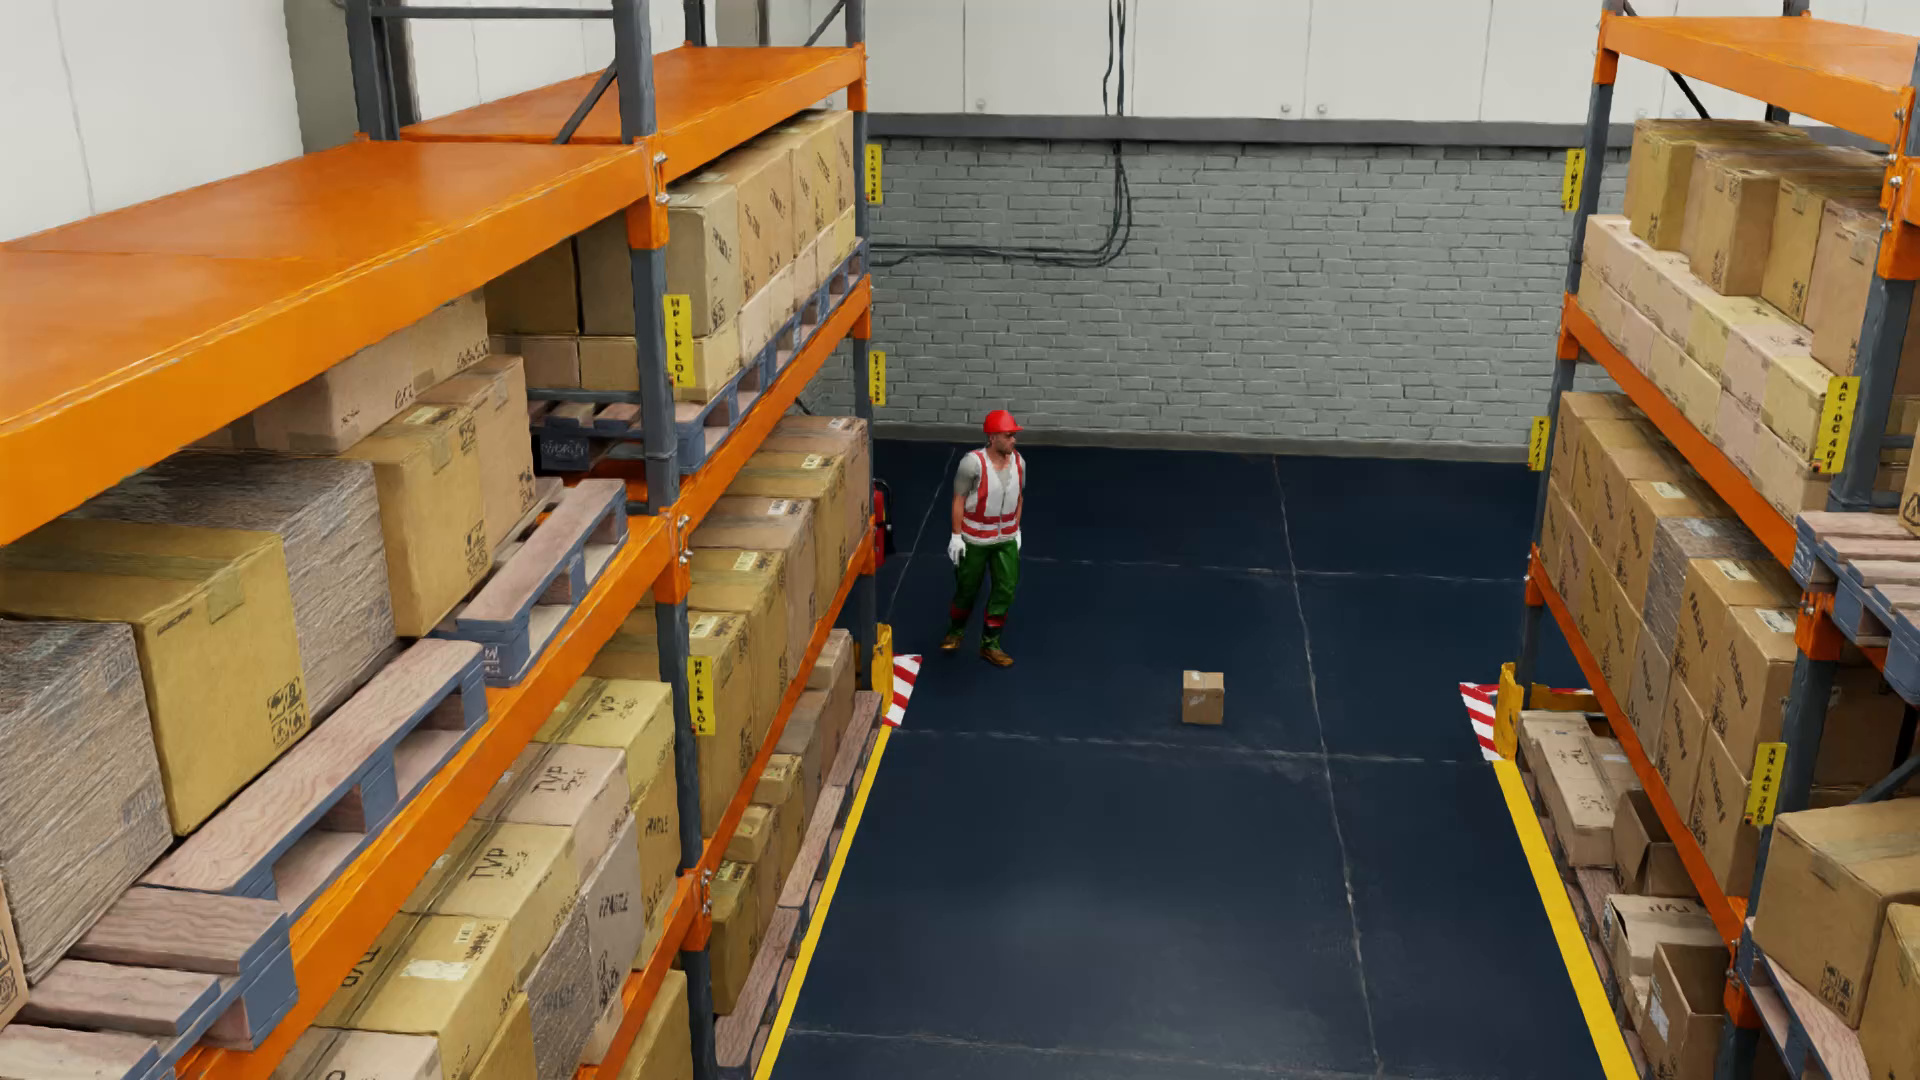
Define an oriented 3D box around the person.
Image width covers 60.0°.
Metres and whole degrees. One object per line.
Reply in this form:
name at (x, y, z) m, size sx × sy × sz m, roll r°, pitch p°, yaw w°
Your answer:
person at (0.155, -0.041, 11.162) m, size 0.584 × 1.777 × 0.562 m, roll -11°, pitch 23°, yaw -26°
